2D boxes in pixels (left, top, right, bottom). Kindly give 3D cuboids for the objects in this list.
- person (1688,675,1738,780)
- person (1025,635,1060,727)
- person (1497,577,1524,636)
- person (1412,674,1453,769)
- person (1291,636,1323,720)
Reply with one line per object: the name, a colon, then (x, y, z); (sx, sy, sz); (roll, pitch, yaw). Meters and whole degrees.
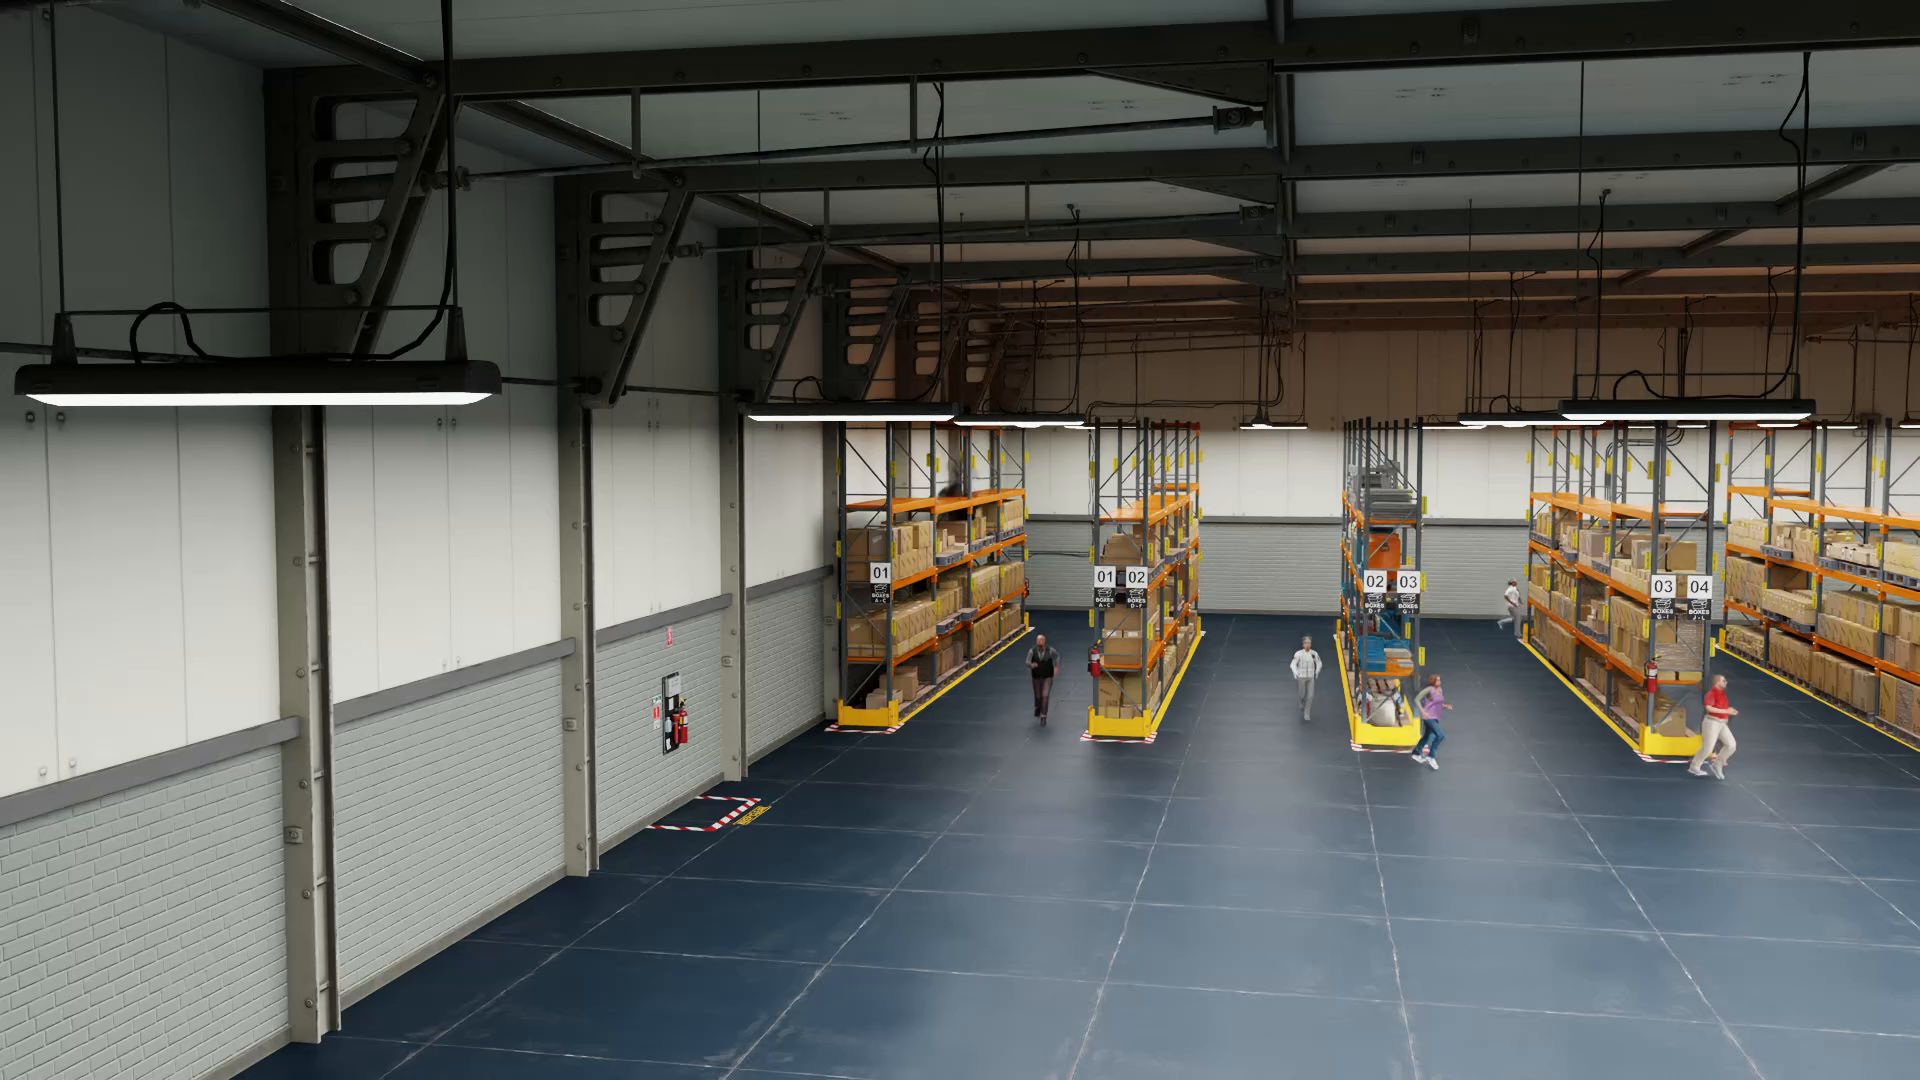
person: (12.524, 3.104, 27.479); (0.656, 1.759, 0.760); (-3, 4, -34)
person: (1.622, 2.771, 32.754); (0.665, 1.684, 0.930); (1, 4, 11)
person: (15.520, 1.875, 46.775); (0.718, 1.674, 0.577); (2, 4, 26)
person: (8.065, 3.080, 28.453); (0.503, 1.601, 0.743); (-3, 5, -42)
person: (6.941, 2.743, 33.277); (0.628, 1.662, 0.623); (0, 4, 6)
